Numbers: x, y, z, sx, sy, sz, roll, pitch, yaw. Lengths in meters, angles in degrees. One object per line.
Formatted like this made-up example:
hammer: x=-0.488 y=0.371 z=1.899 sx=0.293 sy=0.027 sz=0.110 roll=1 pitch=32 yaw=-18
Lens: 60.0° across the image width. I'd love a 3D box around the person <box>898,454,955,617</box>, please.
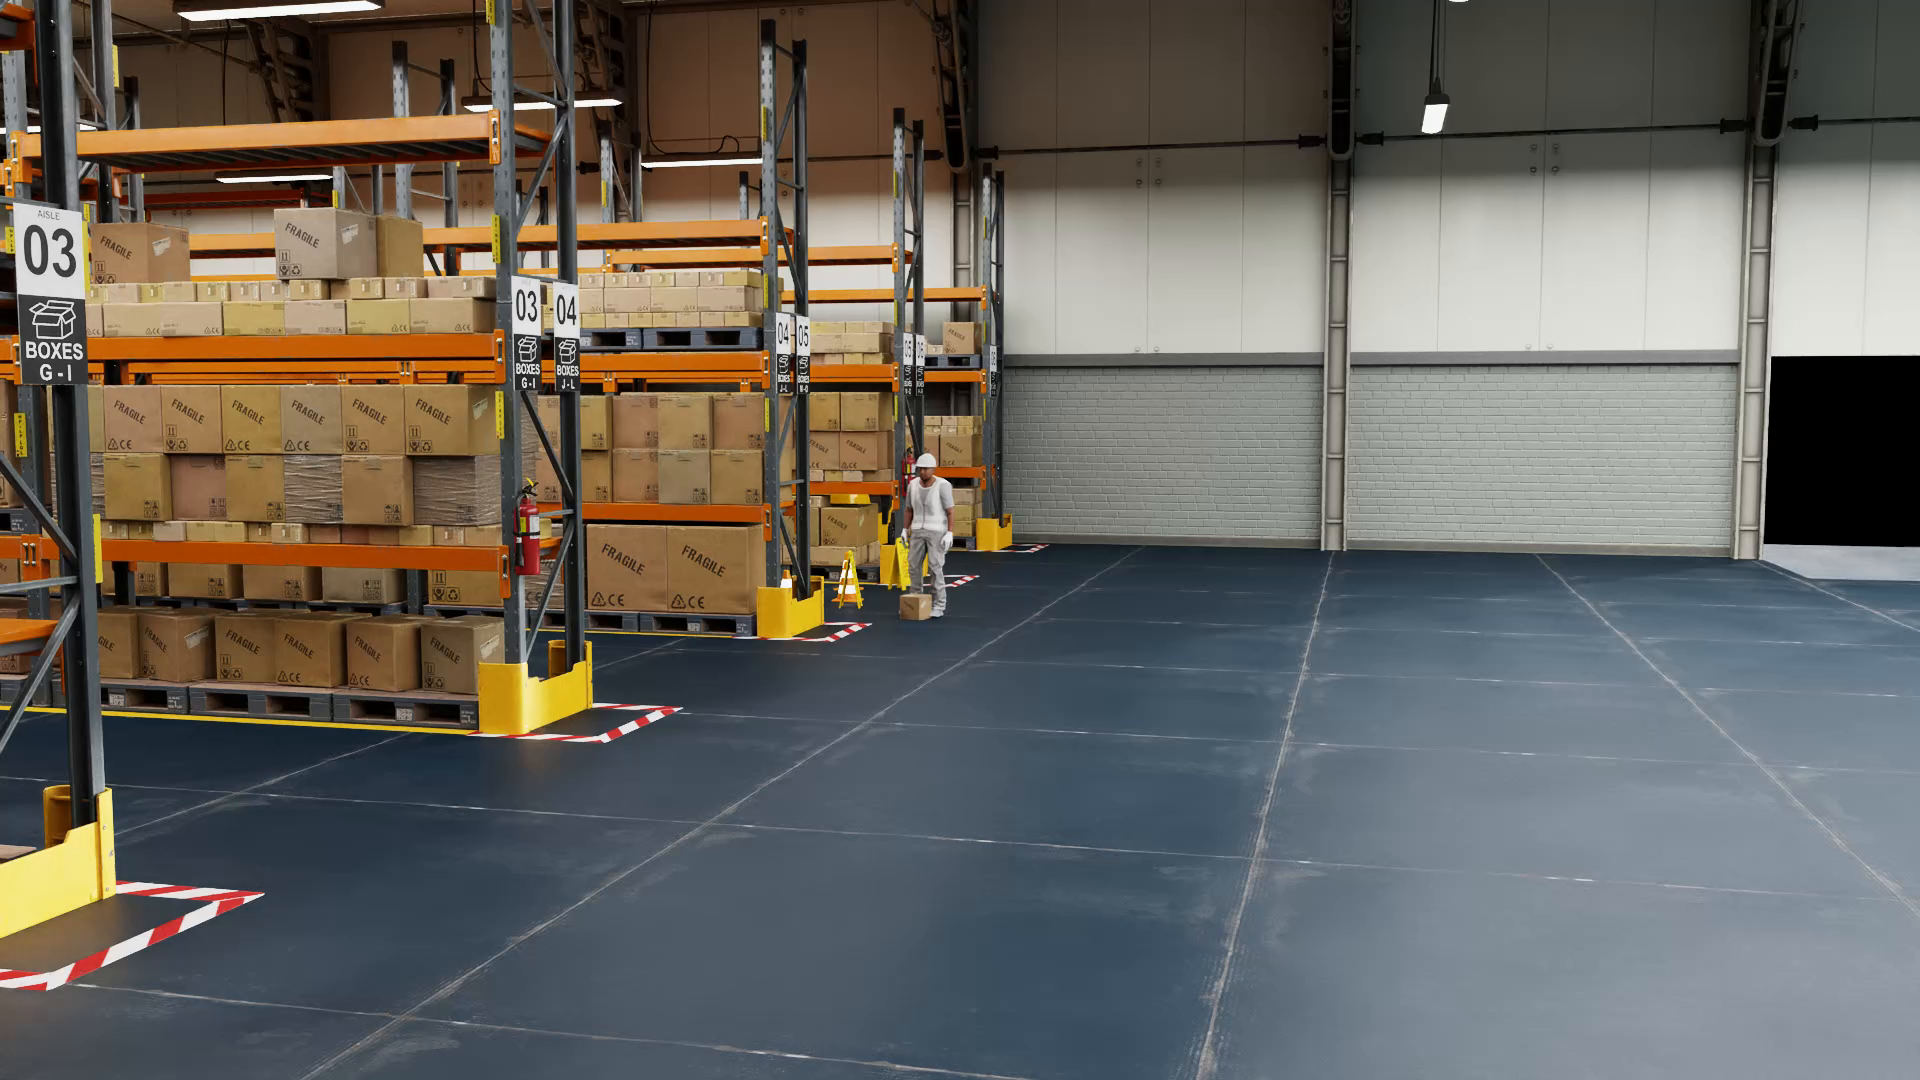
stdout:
person: x=-0.355 y=-0.054 z=18.050 sx=0.623 sy=1.773 sz=0.451 roll=3 pitch=5 yaw=28
